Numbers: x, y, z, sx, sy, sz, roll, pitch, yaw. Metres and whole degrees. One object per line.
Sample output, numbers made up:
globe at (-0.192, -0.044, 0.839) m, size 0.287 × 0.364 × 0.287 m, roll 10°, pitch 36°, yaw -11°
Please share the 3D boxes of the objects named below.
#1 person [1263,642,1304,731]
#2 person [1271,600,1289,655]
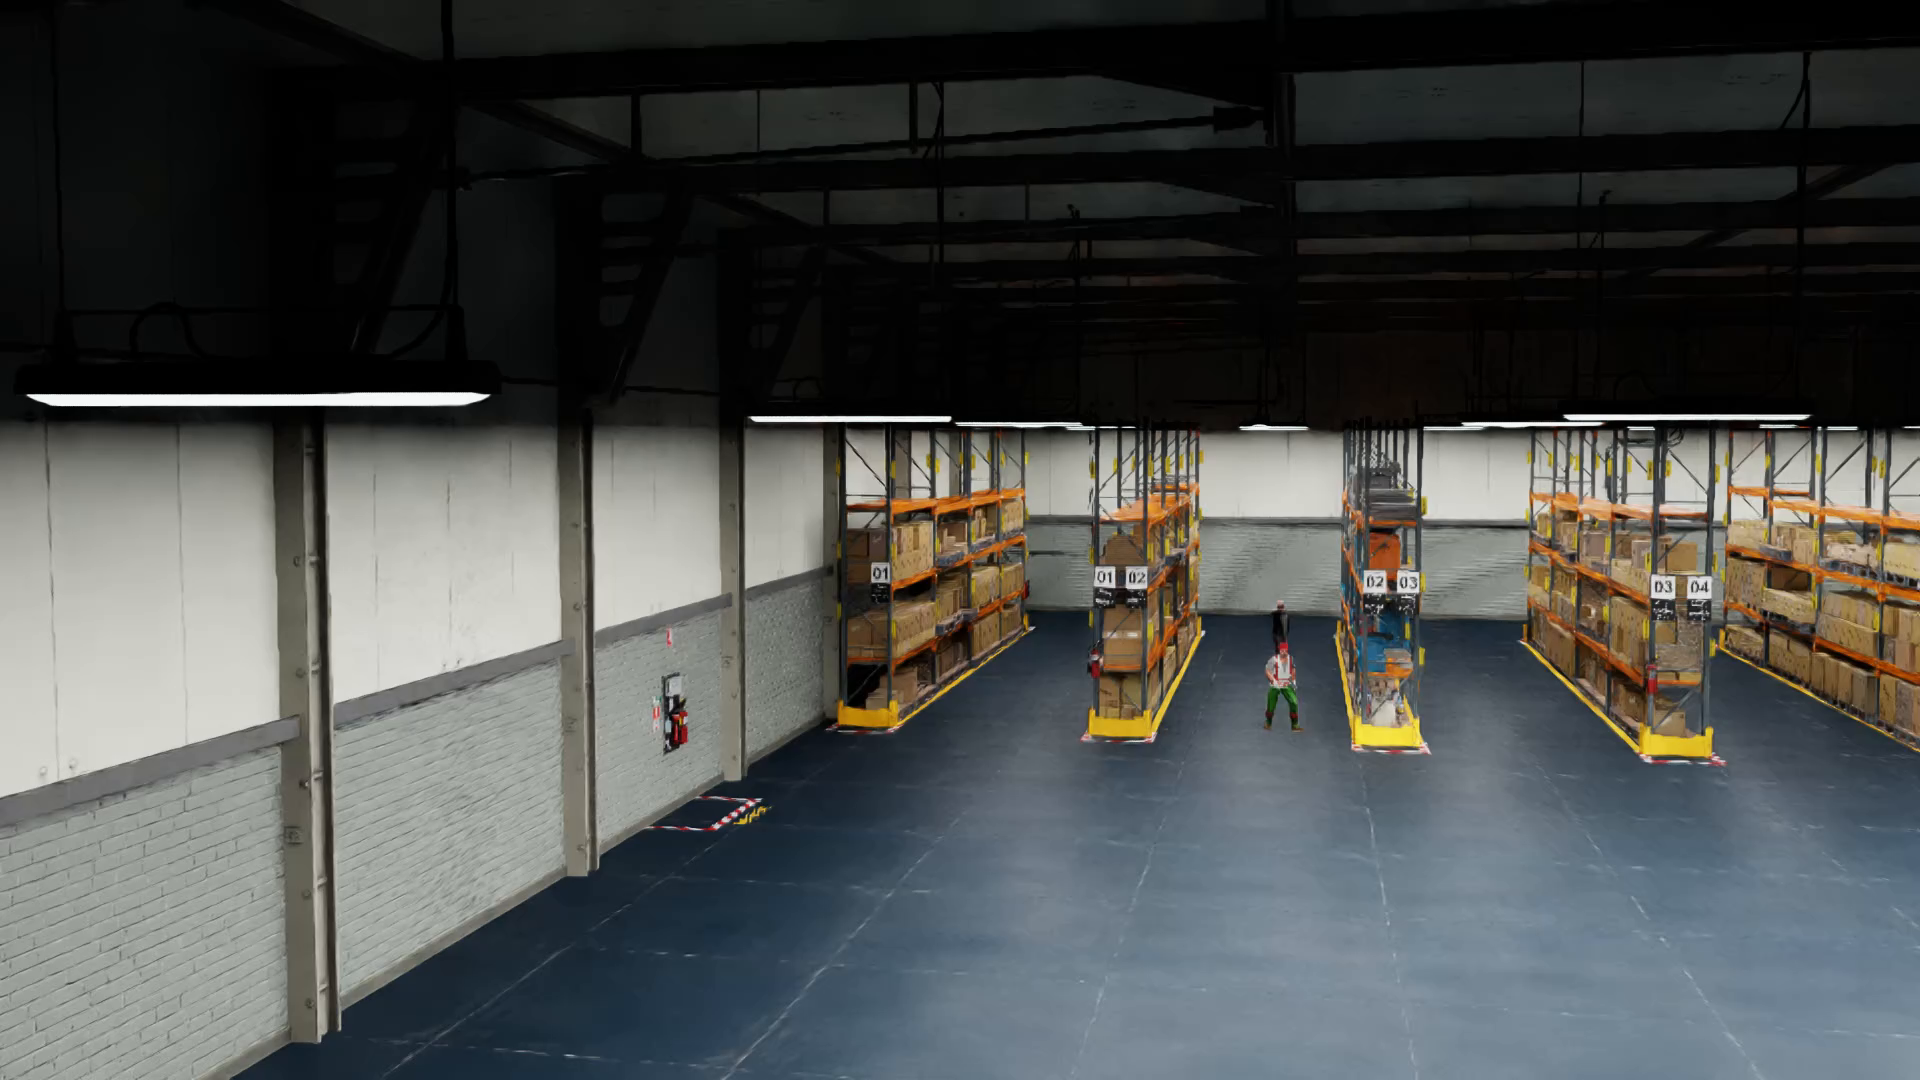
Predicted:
person at (6.156, 2.788, 31.827) m, size 0.688 × 1.719 × 0.822 m, roll 0°, pitch 4°, yaw -5°
person at (7.638, 2.290, 39.424) m, size 0.451 × 1.727 × 0.584 m, roll -1°, pitch 4°, yaw -17°
